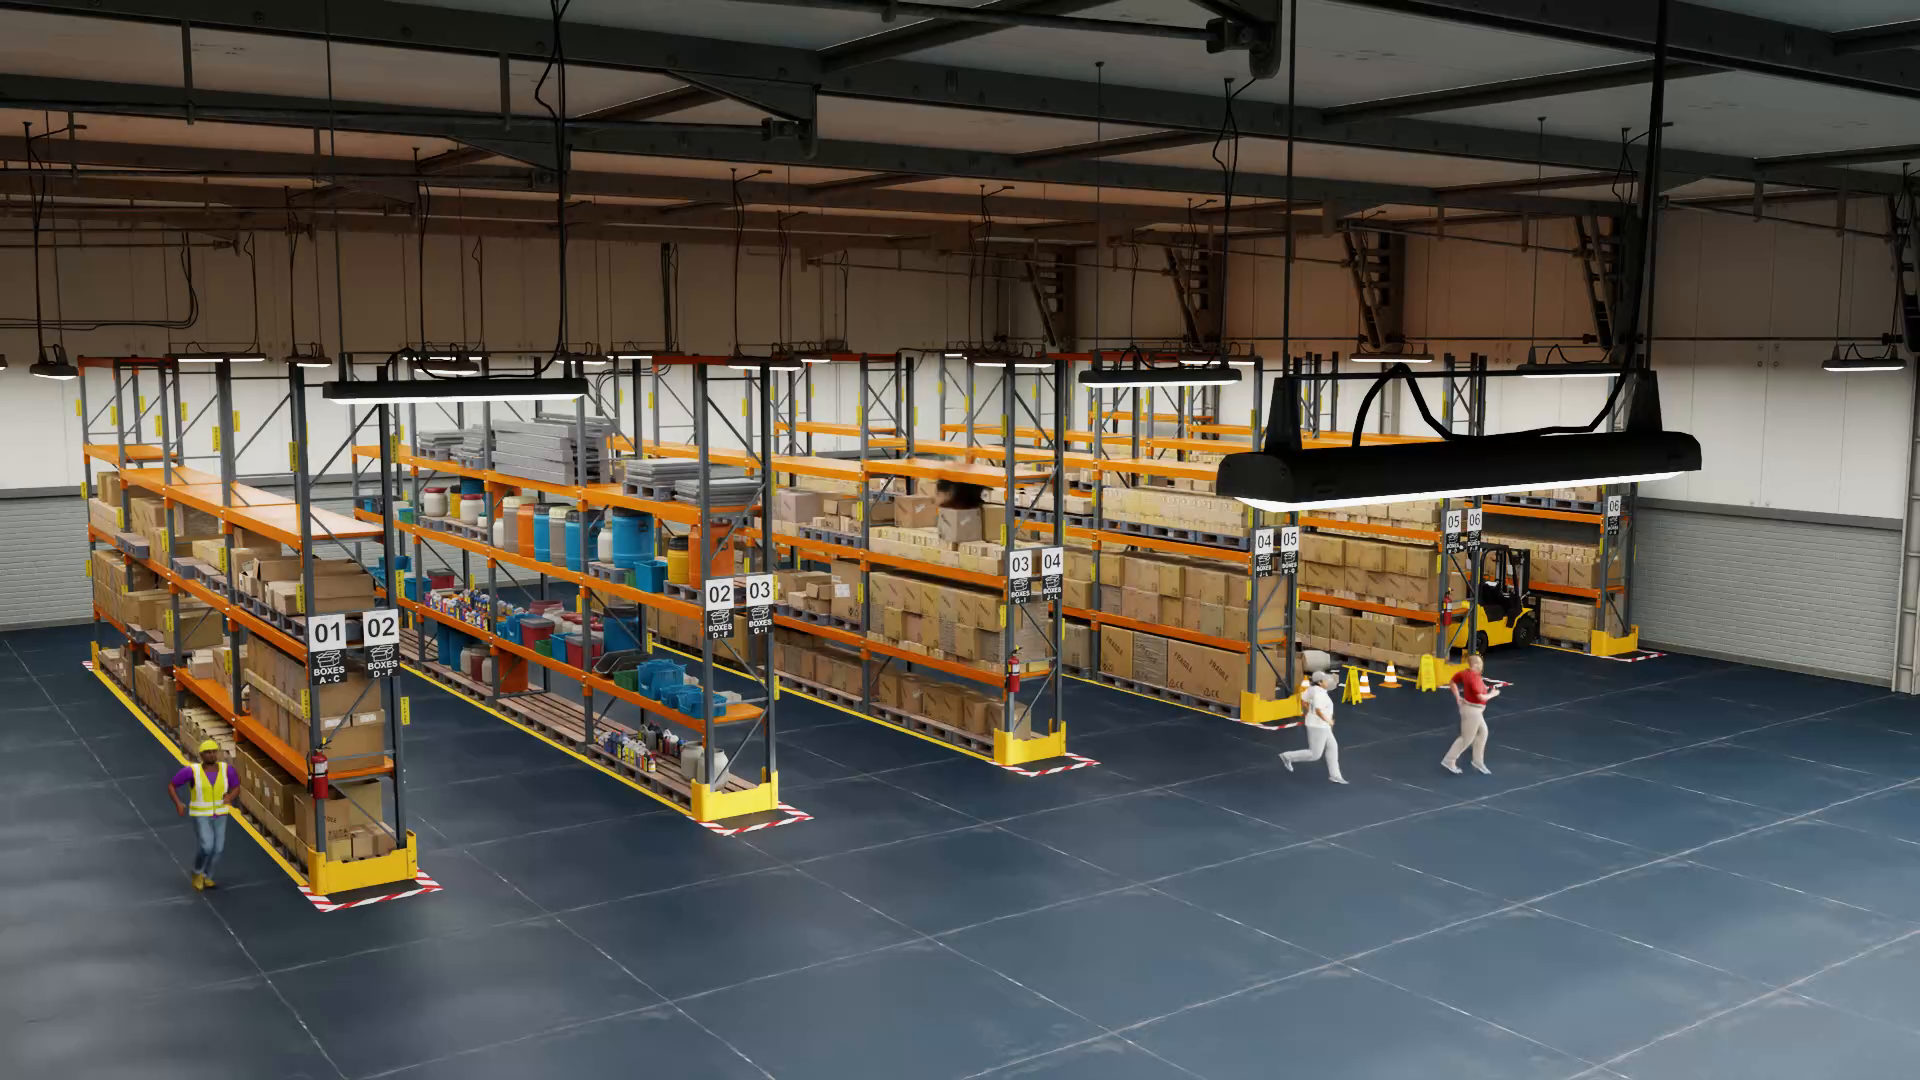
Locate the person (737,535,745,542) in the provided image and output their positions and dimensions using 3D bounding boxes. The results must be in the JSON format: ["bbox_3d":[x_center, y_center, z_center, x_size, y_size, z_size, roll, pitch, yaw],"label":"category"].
[{"bbox_3d":[-5.234,0.697,39.314,0.716,1.763,0.955,-2,7,-13],"label":"person"}]

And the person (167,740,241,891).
[{"bbox_3d":[-8.621,3.155,19.122,0.612,1.718,0.715,6,9,43],"label":"person"}]

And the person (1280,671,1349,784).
[{"bbox_3d":[5.062,2.682,23.666,1.006,1.664,0.585,1,7,7],"label":"person"}]

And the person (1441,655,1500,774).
[{"bbox_3d":[7.408,2.559,24.145,0.811,1.806,0.678,1,7,5],"label":"person"}]
